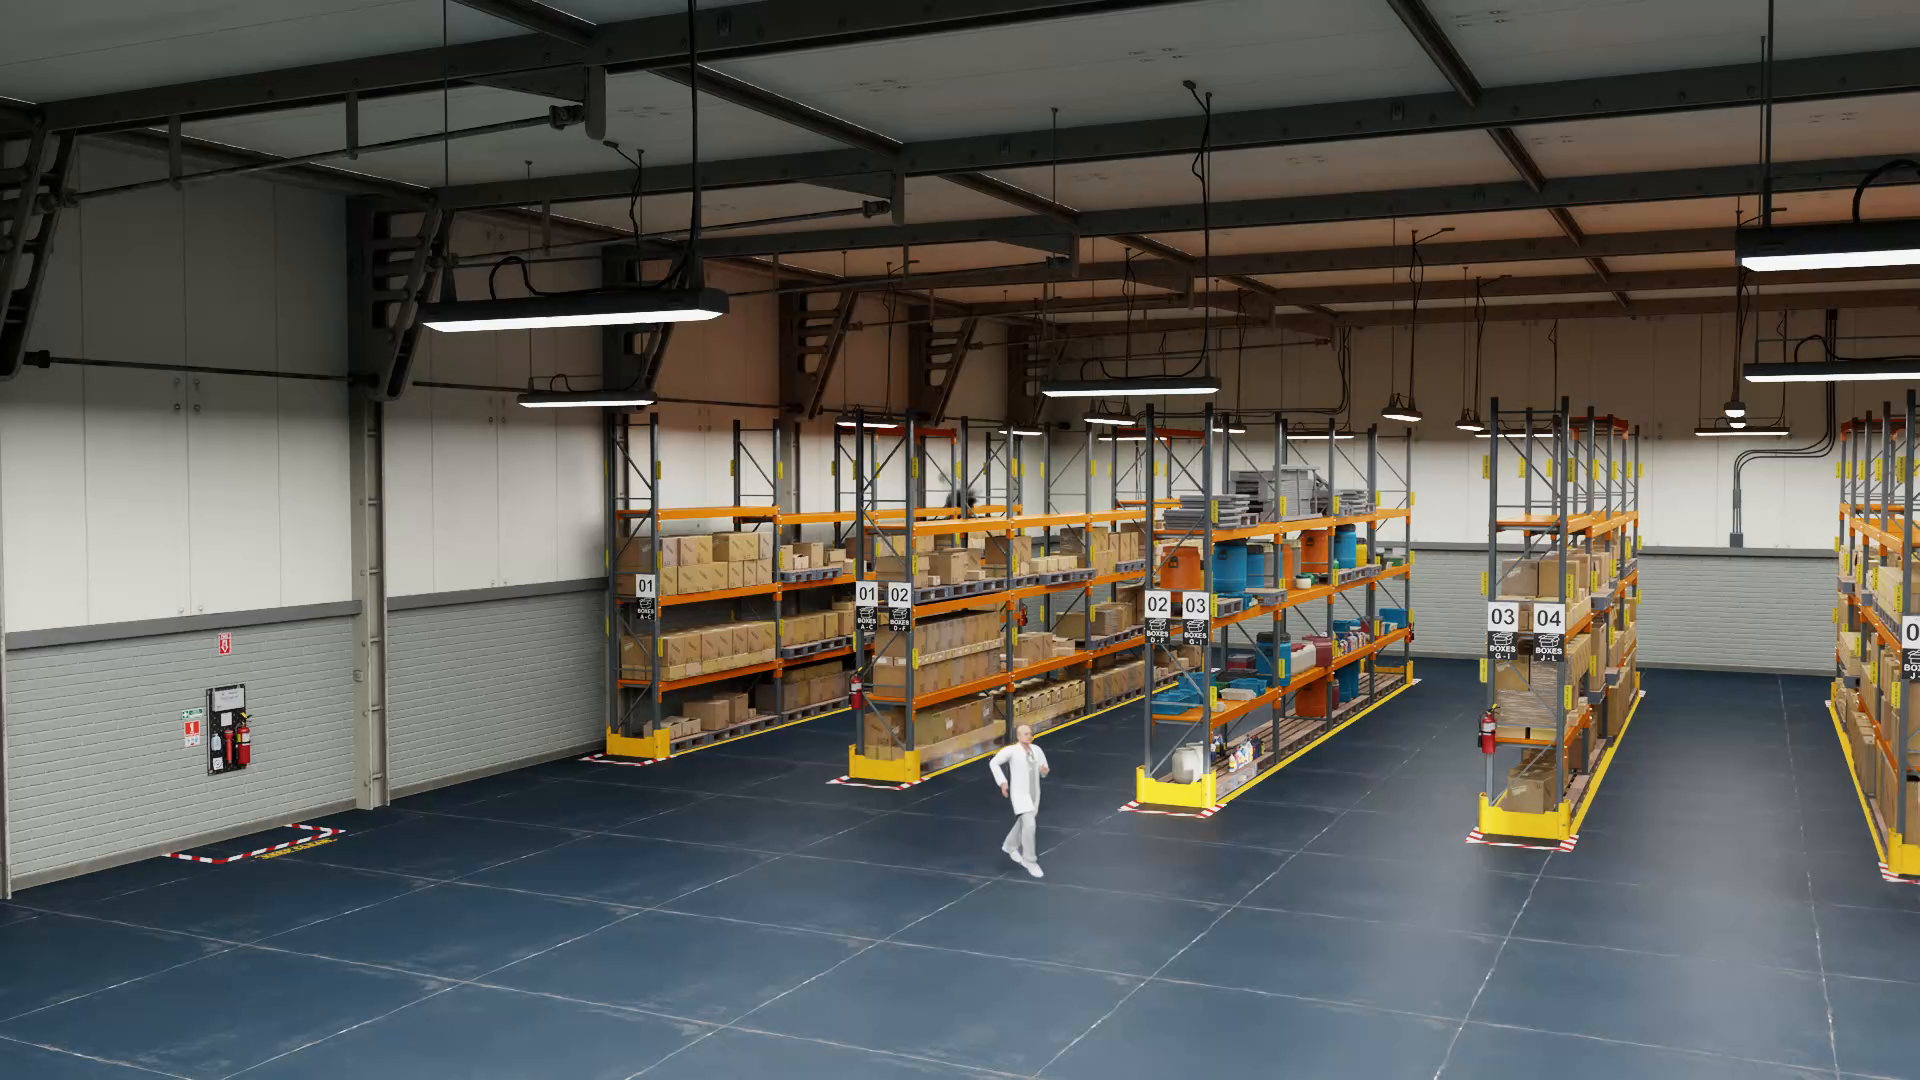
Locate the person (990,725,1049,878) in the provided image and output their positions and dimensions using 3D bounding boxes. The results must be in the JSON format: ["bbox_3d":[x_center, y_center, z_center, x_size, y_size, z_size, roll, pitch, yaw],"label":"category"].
[{"bbox_3d":[0.790,3.225,20.802,0.670,1.833,0.902,-2,3,-41],"label":"person"}]
